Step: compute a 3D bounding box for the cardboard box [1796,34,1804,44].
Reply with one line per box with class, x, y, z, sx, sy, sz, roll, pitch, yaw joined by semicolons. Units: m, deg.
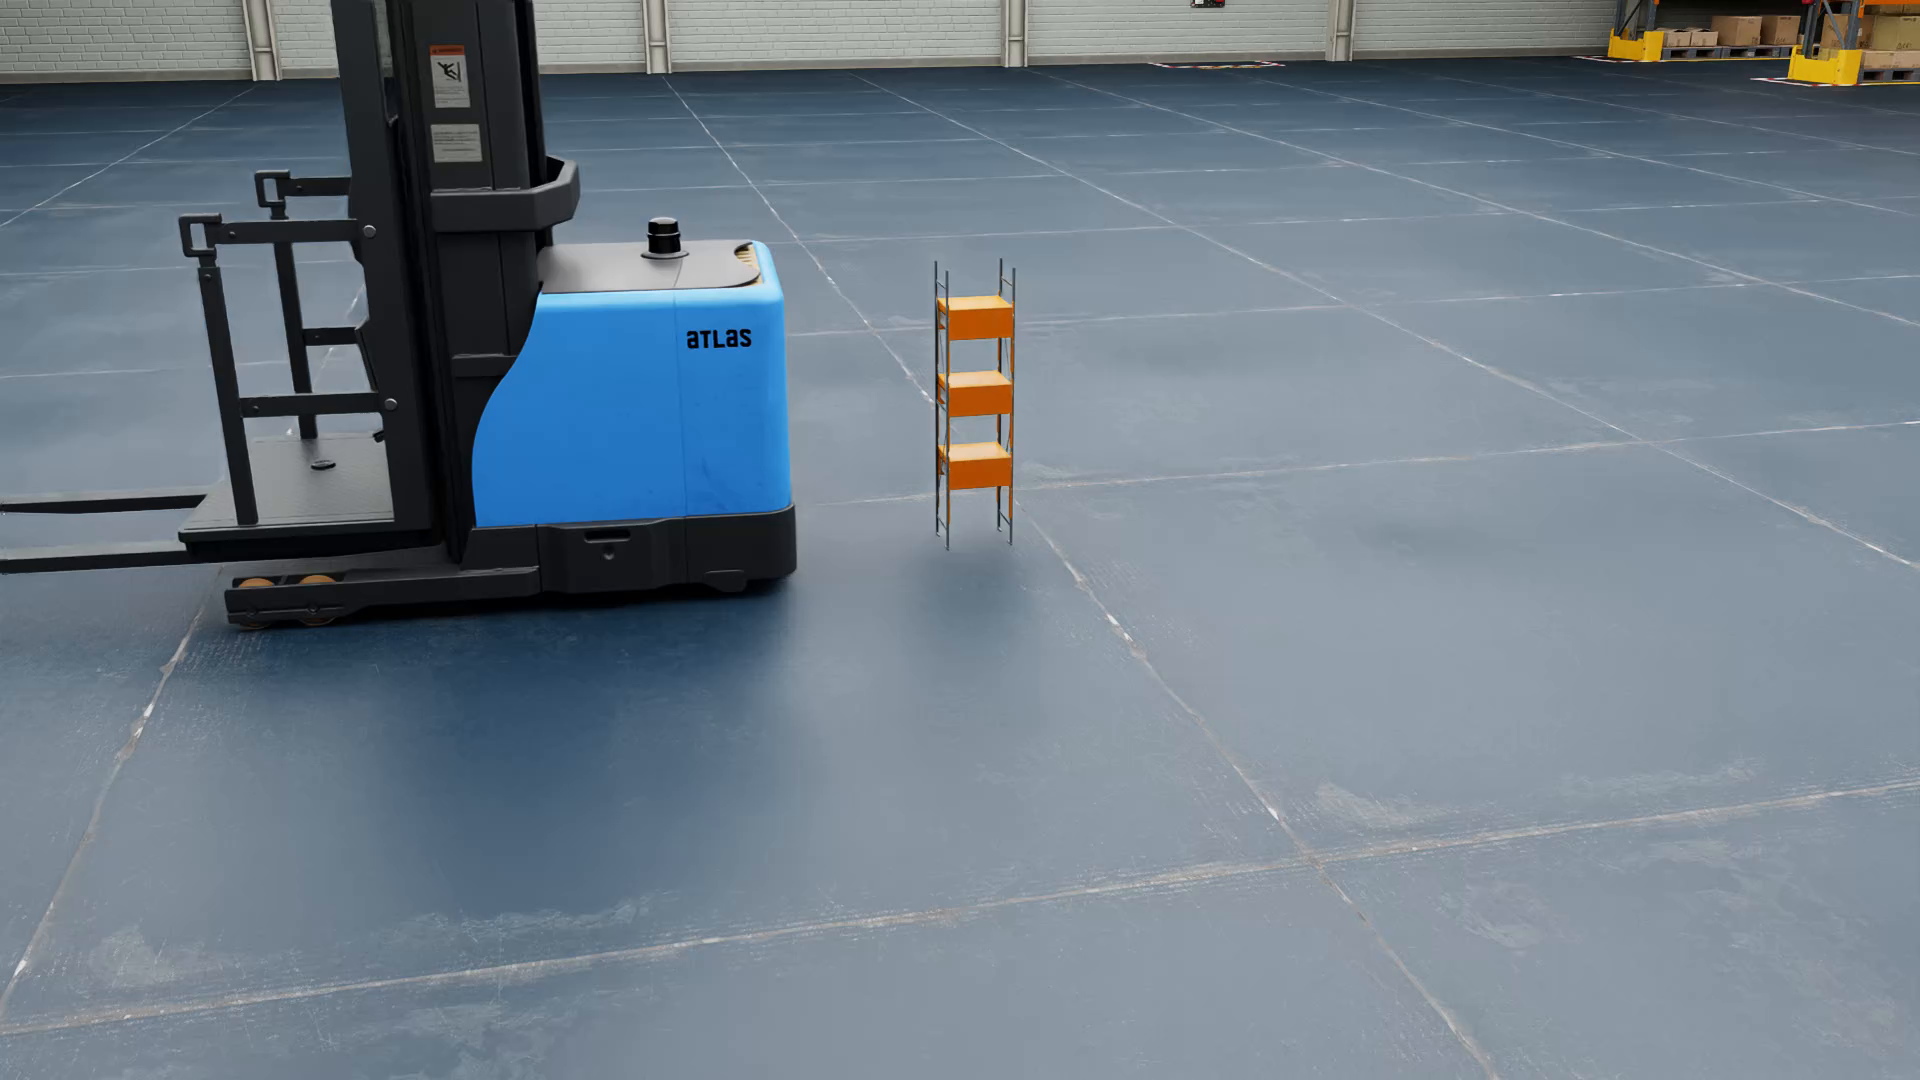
cardboard box;15.499;-9.259;30.709;0.250;0.166;0.380;-7;21;-20

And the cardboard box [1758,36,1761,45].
cardboard box;14.451;-9.183;30.528;0.250;0.149;0.380;-6;21;-17

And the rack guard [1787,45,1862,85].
rack guard;13.240;-7.285;25.475;0.348;0.500;1.175;-5;21;-12

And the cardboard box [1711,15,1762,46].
cardboard box;14.094;-9.263;30.234;0.500;0.500;0.700;-6;21;-16

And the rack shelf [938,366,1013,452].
rack shelf;0.052;-0.487;6.149;0.240;0.259;0.215;-5;21;-12

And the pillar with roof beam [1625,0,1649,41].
pillar with roof beam;13.593;-11.840;25.553;0.400;9.000;9.100;-5;21;-12

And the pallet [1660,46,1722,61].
pallet;12.992;-8.868;30.216;1.213;0.211;1.003;-5;21;-12

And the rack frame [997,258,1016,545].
rack frame;0.171;-0.507;6.172;0.008;1.050;0.200;-5;21;-12

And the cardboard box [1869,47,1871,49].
cardboard box;14.201;-7.552;25.956;0.500;0.250;0.500;-5;21;-12

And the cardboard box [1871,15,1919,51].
cardboard box;14.322;-7.727;25.345;0.500;0.500;0.500;-5;21;-12

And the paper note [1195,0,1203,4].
paper note;4.161;-9.401;28.899;0.142;0.148;0.016;-5;21;-12

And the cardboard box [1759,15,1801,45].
cardboard box;15.012;-9.373;30.534;0.500;0.500;0.500;-6;21;-17

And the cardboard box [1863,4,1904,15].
cardboard box;17.153;-9.920;30.939;0.500;0.250;0.500;-5;21;-14

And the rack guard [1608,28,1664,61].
rack guard;12.194;-8.951;30.023;0.348;0.500;1.175;-5;21;-12

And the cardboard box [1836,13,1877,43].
cardboard box;16.725;-9.532;30.969;0.500;0.500;0.700;-4;20;-11

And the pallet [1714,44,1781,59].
pallet;14.177;-8.963;30.476;1.213;0.211;1.003;-5;21;-12

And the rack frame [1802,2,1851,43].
rack frame;16.012;-10.435;30.441;0.127;3.000;1.000;-5;21;-12

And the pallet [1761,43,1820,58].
pallet;15.367;-9.061;30.743;1.213;0.211;1.003;-5;21;-12

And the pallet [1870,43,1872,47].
pallet;16.770;-9.188;31.090;1.213;0.211;1.003;-5;21;-12

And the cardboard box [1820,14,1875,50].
cardboard box;13.717;-7.861;25.710;0.500;0.500;0.500;-5;21;-12

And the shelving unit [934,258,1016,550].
shelving unit;0.052;-0.497;6.146;0.252;1.050;0.215;-5;21;-12

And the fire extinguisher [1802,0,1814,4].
fire extinguisher;13.041;-8.571;25.463;0.183;0.674;0.296;-5;21;-12

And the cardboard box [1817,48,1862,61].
cardboard box;13.717;-7.508;25.837;0.500;0.250;0.500;-5;21;-12

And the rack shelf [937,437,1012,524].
rack shelf;0.052;-0.226;6.245;0.240;0.259;0.215;-5;21;-12

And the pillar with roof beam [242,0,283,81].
pillar with roof beam;-9.763;-9.940;20.367;0.400;9.000;9.100;-5;21;-12

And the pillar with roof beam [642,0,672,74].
pillar with roof beam;-3.924;-10.415;21.663;0.400;9.000;9.100;-5;21;-12

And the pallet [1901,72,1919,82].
pallet;15.183;-7.321;25.994;1.213;0.211;1.003;-5;21;-12

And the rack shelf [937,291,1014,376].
rack shelf;0.052;-0.754;6.052;0.240;0.259;0.215;-5;21;-12

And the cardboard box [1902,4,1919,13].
cardboard box;17.658;-9.962;31.055;0.500;0.250;0.500;-5;21;-14

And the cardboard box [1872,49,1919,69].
cardboard box;14.322;-7.376;25.475;0.500;0.250;0.500;-5;21;-12

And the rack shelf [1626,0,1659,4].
rack shelf;14.066;-9.939;30.132;4.000;0.370;1.077;-5;21;-12

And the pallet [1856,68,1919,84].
pallet;13.998;-7.226;25.734;1.213;0.211;1.003;-5;21;-12

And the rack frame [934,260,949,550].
rack frame;-0.067;-0.488;6.119;0.008;1.050;0.200;-5;21;-12

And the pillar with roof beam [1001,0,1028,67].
pillar with roof beam;1.915;-10.890;22.960;0.400;9.000;9.100;-5;21;-12

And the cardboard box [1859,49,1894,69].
cardboard box;13.836;-7.335;25.364;0.500;0.250;0.500;-5;21;-12

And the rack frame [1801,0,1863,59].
rack frame;13.263;-8.461;25.051;0.127;3.000;1.000;-5;21;-12

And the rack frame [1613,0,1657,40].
rack frame;12.120;-10.119;29.577;0.127;3.000;1.000;-5;21;-12

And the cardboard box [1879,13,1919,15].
cardboard box;14.686;-7.945;25.940;0.500;0.500;0.500;-5;21;-12

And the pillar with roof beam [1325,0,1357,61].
pillar with roof beam;7.754;-11.365;24.256;0.400;9.000;9.100;-5;21;-12

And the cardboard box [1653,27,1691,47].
cardboard box;12.814;-9.087;30.031;0.500;0.311;0.500;-7;21;-19

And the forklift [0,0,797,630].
forklift;-2.135;-1.275;5.533;3.031;2.935;1.130;-3;20;-9

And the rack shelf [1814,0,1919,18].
rack shelf;15.210;-8.281;25.607;4.000;0.370;1.077;-5;21;-12

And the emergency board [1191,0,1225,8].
emergency board;4.349;-9.806;28.723;0.643;1.169;0.194;-5;21;-12

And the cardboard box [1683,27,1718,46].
cardboard box;13.369;-9.132;30.154;0.500;0.311;0.500;-3;20;-8
